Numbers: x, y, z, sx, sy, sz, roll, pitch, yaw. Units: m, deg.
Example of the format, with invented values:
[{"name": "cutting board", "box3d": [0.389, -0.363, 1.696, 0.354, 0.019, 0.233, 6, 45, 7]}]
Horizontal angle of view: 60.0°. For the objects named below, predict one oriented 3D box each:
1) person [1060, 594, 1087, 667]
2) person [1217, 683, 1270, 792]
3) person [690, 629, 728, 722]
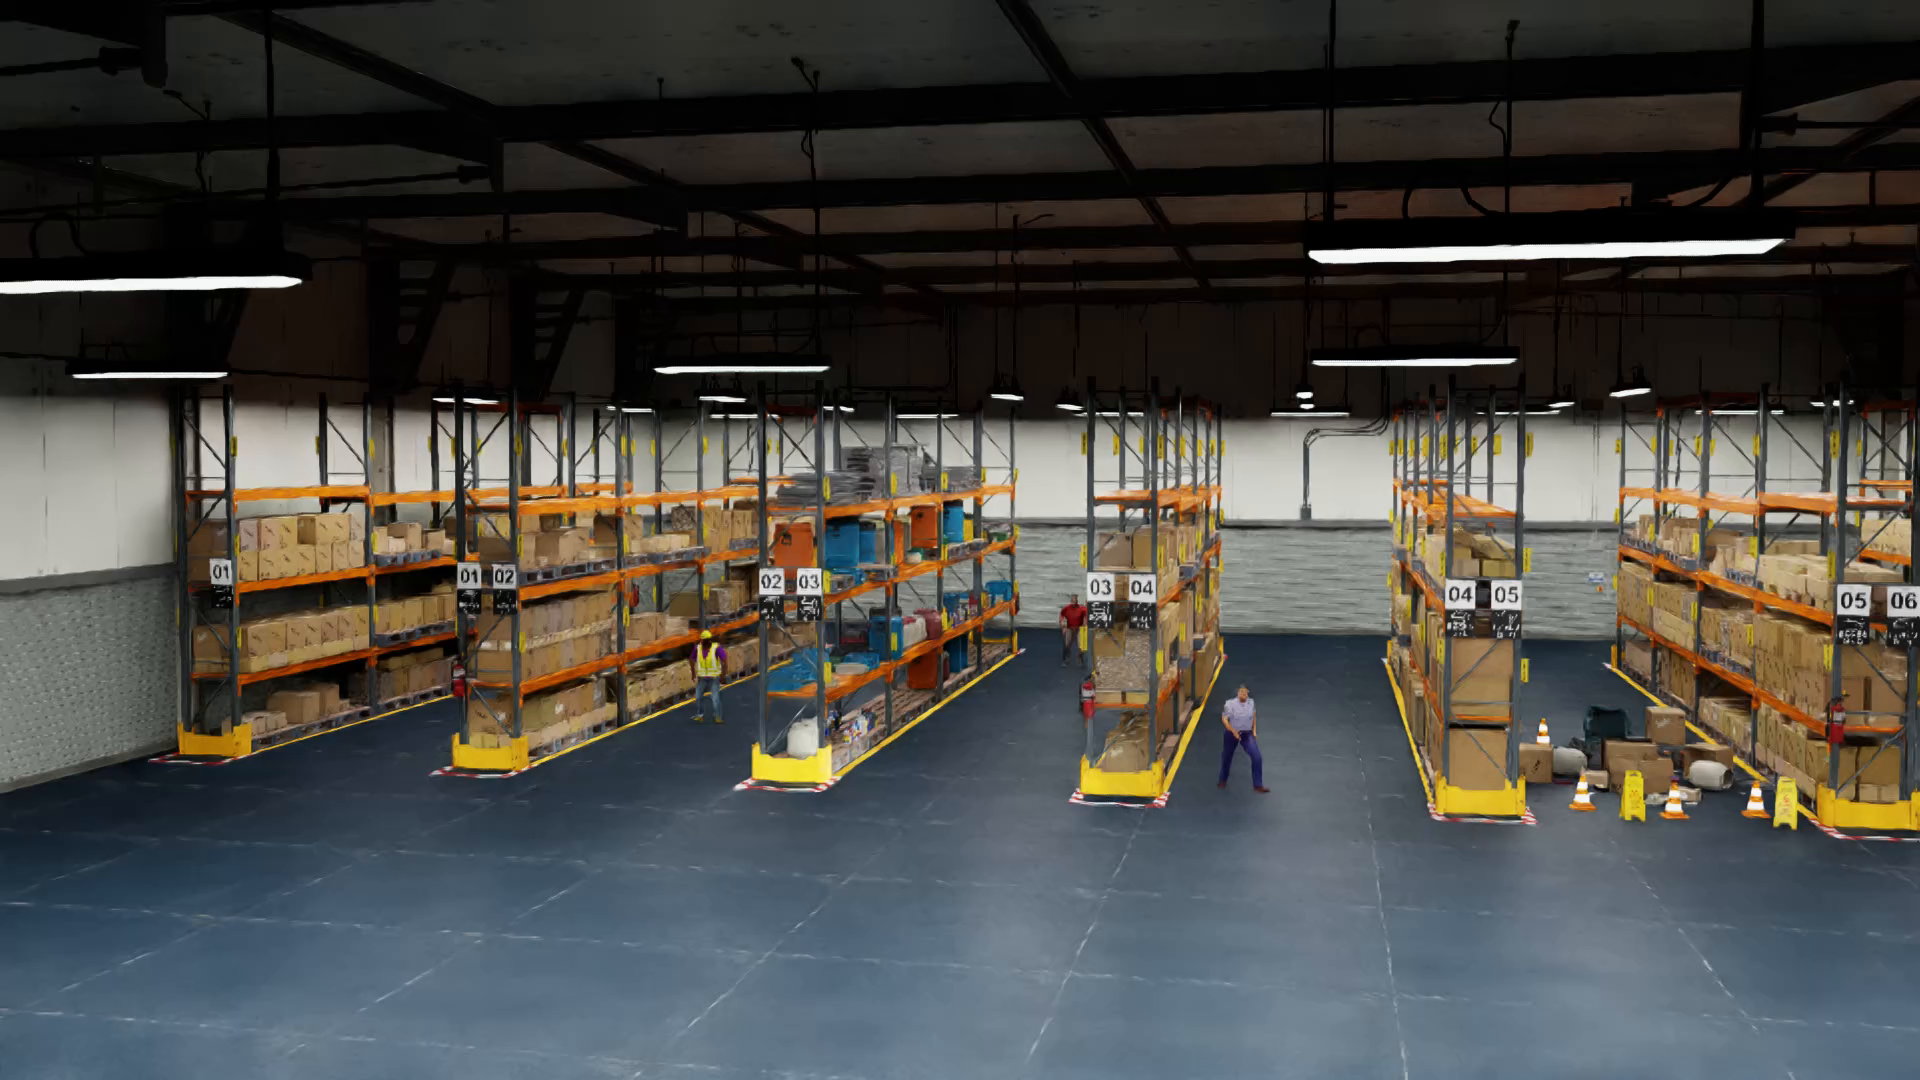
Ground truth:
[{"name": "person", "box3d": [2.597, 2.058, 37.747, 0.682, 1.676, 0.529, 1, 3, 10]}, {"name": "person", "box3d": [4.096, 2.848, 24.215, 0.656, 1.582, 0.796, 0, 3, -7]}, {"name": "person", "box3d": [-4.567, 2.465, 30.166, 0.719, 1.714, 0.578, 1, 3, 11]}]
